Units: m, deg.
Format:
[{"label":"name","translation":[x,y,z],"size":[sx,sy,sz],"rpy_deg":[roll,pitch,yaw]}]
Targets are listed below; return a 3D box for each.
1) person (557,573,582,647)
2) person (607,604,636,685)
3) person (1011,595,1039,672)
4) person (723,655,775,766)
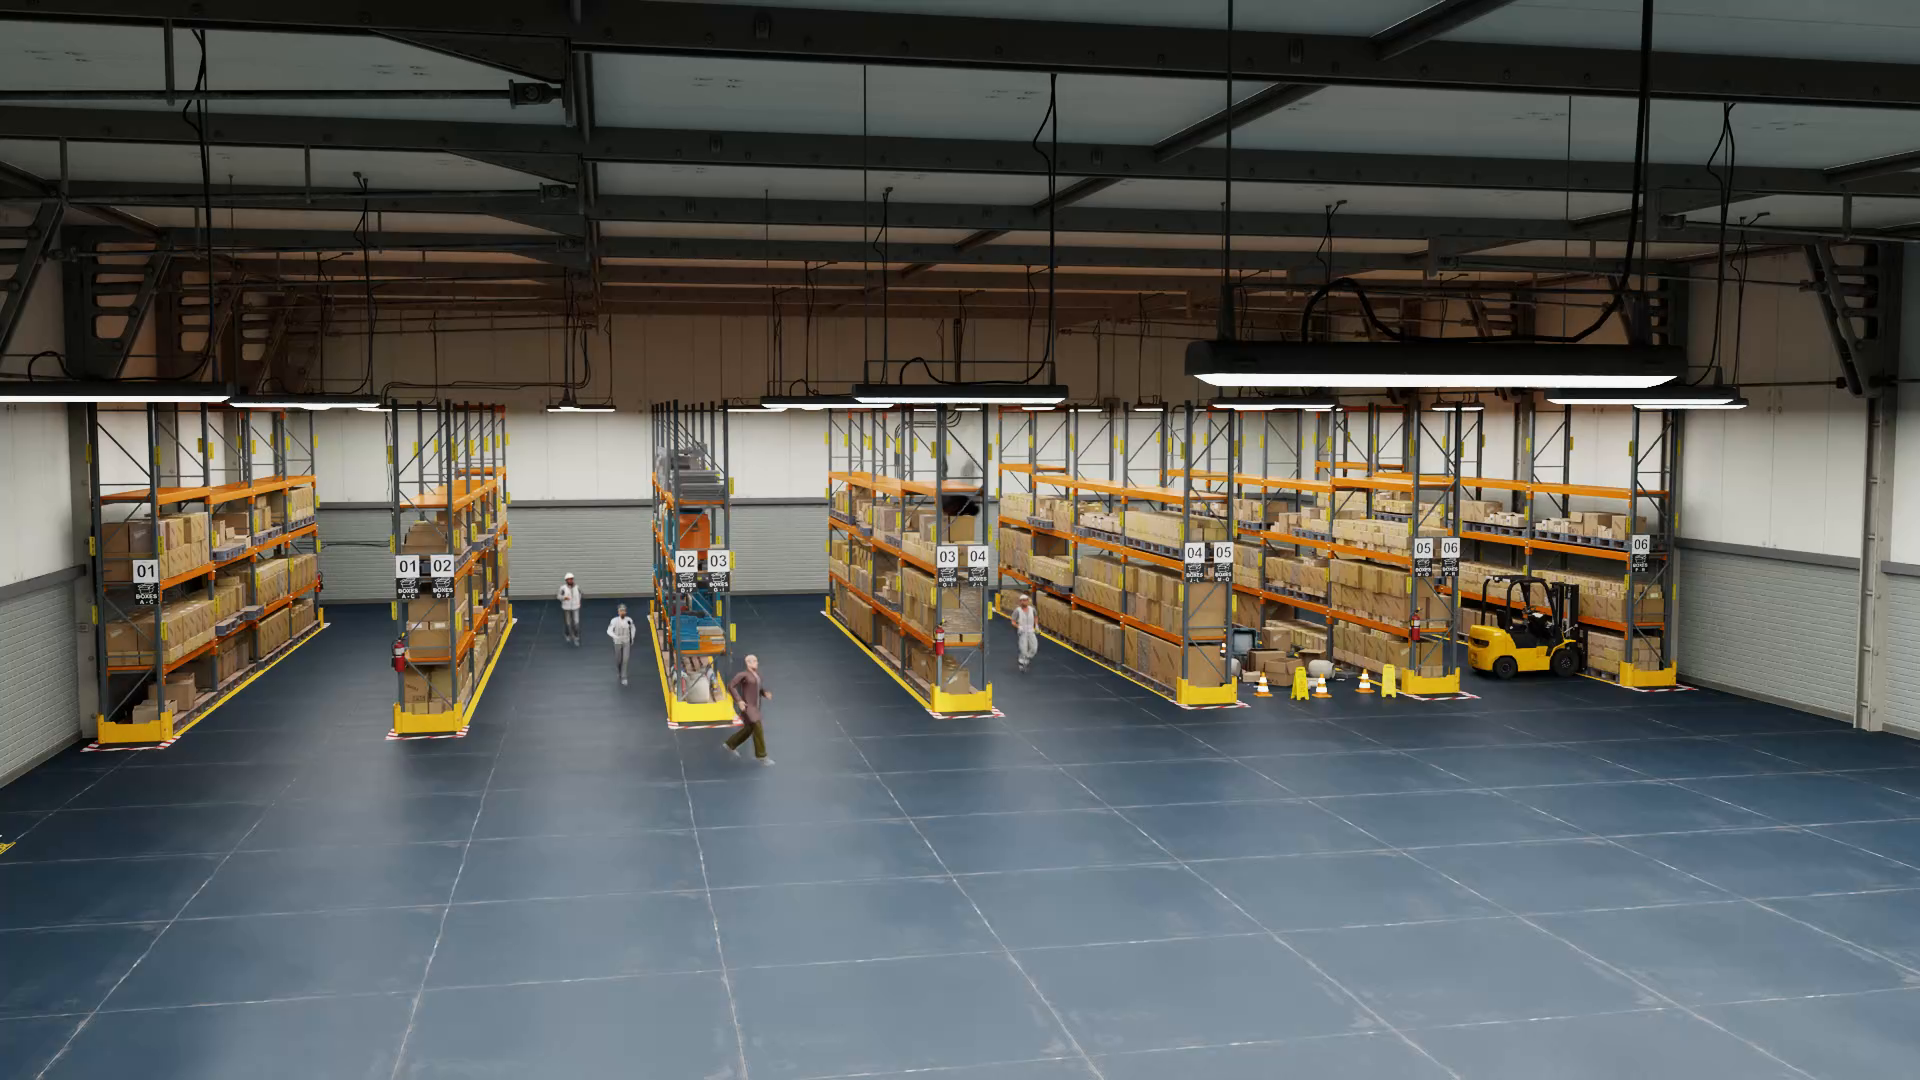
[{"label":"person","translation":[-9.681,1.731,41.276],"size":[0.644,1.829,0.772],"rpy_deg":[-2,5,-21]},{"label":"person","translation":[-7.224,2.209,35.546],"size":[0.620,1.696,0.832],"rpy_deg":[-1,4,-16]},{"label":"person","translation":[1.472,2.075,36.742],"size":[0.673,1.737,0.604],"rpy_deg":[-1,4,-16]},{"label":"person","translation":[-3.471,2.877,27.332],"size":[0.994,1.596,0.712],"rpy_deg":[1,5,18]}]
